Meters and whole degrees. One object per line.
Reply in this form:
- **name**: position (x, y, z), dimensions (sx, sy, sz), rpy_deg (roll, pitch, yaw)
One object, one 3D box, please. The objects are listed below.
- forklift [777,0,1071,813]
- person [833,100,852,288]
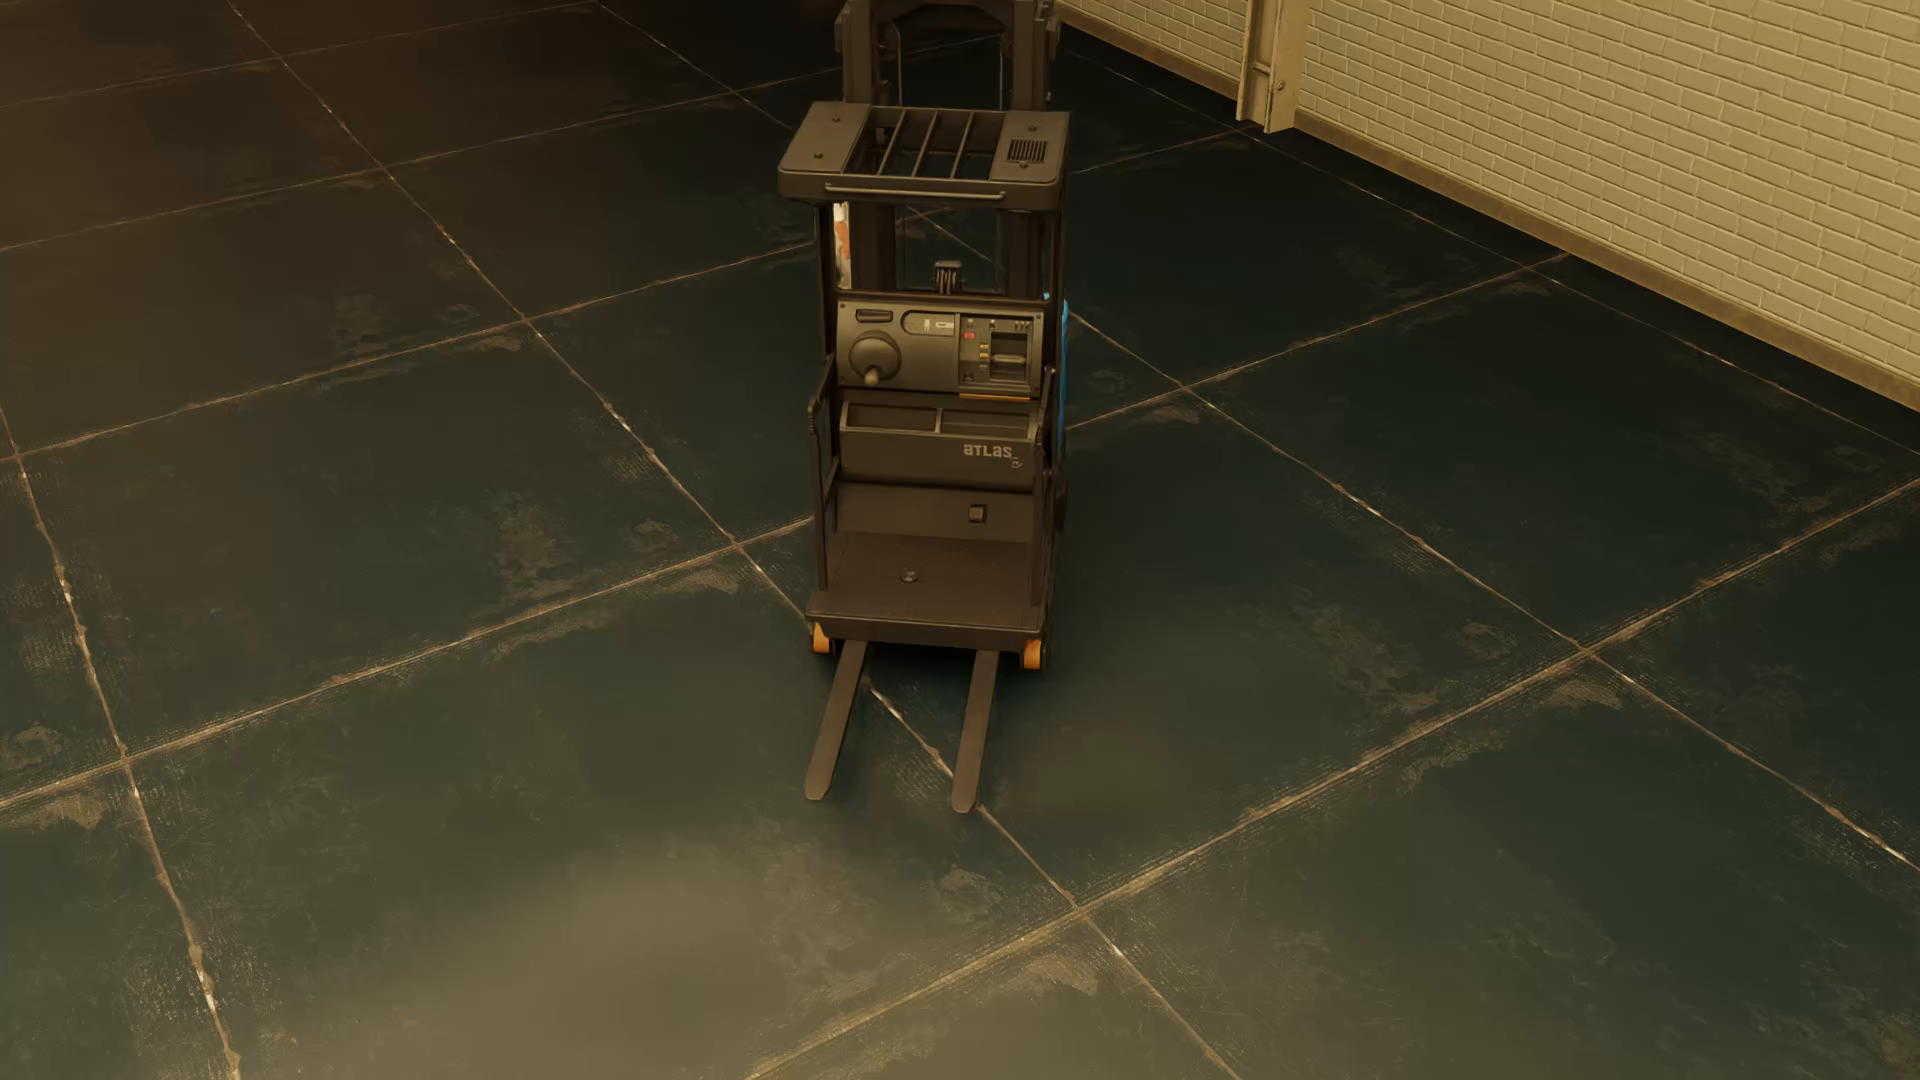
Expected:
- **forklift**: position (-0.115, -0.799, 7.285), dimensions (1.130, 2.935, 3.031), rpy_deg (4, 35, 6)
- **person**: position (-0.659, -1.862, 9.971), dimensions (0.388, 1.587, 0.473), rpy_deg (0, 35, 0)
